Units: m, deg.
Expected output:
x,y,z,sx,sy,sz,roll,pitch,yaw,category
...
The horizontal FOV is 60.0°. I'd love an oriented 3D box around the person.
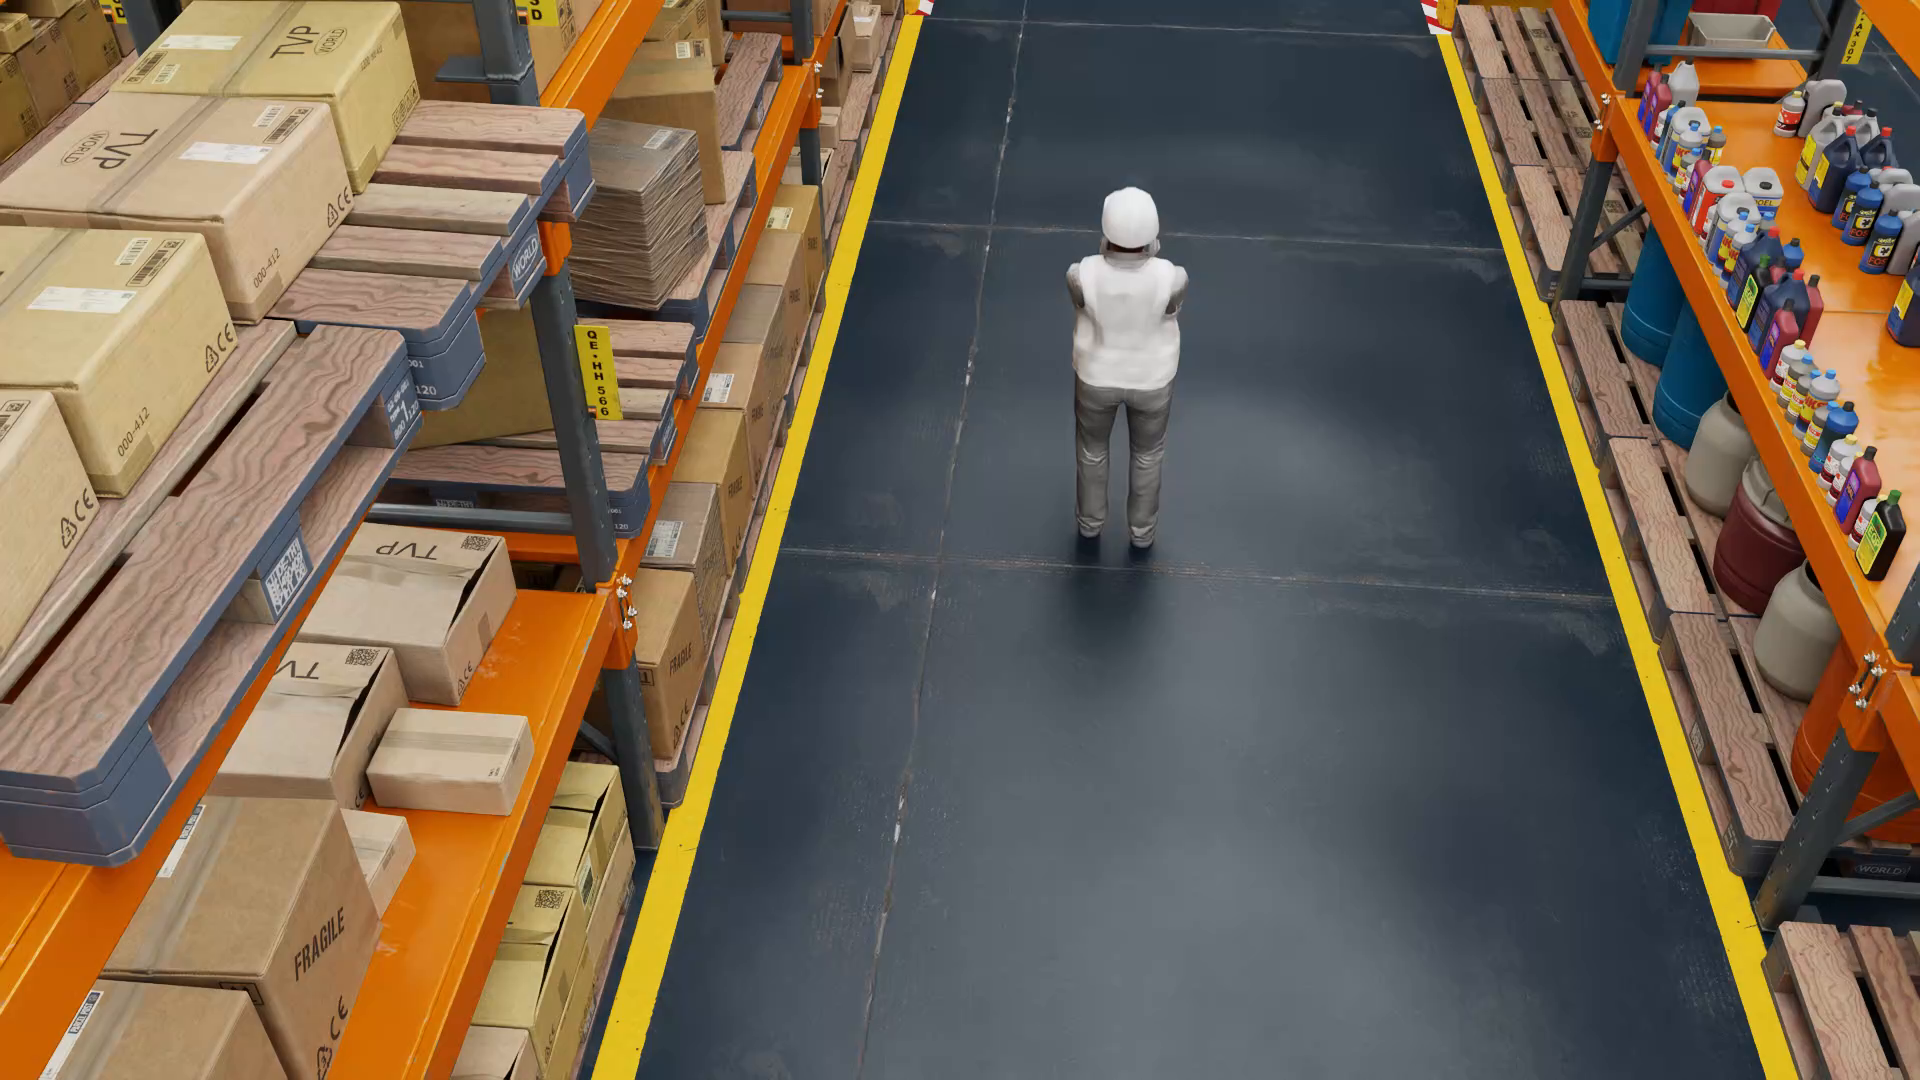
x,y,z,sx,sy,sz,roll,pitch,yaw,category
0.683,-0.767,7.063,0.494,1.762,0.563,4,40,4,person
